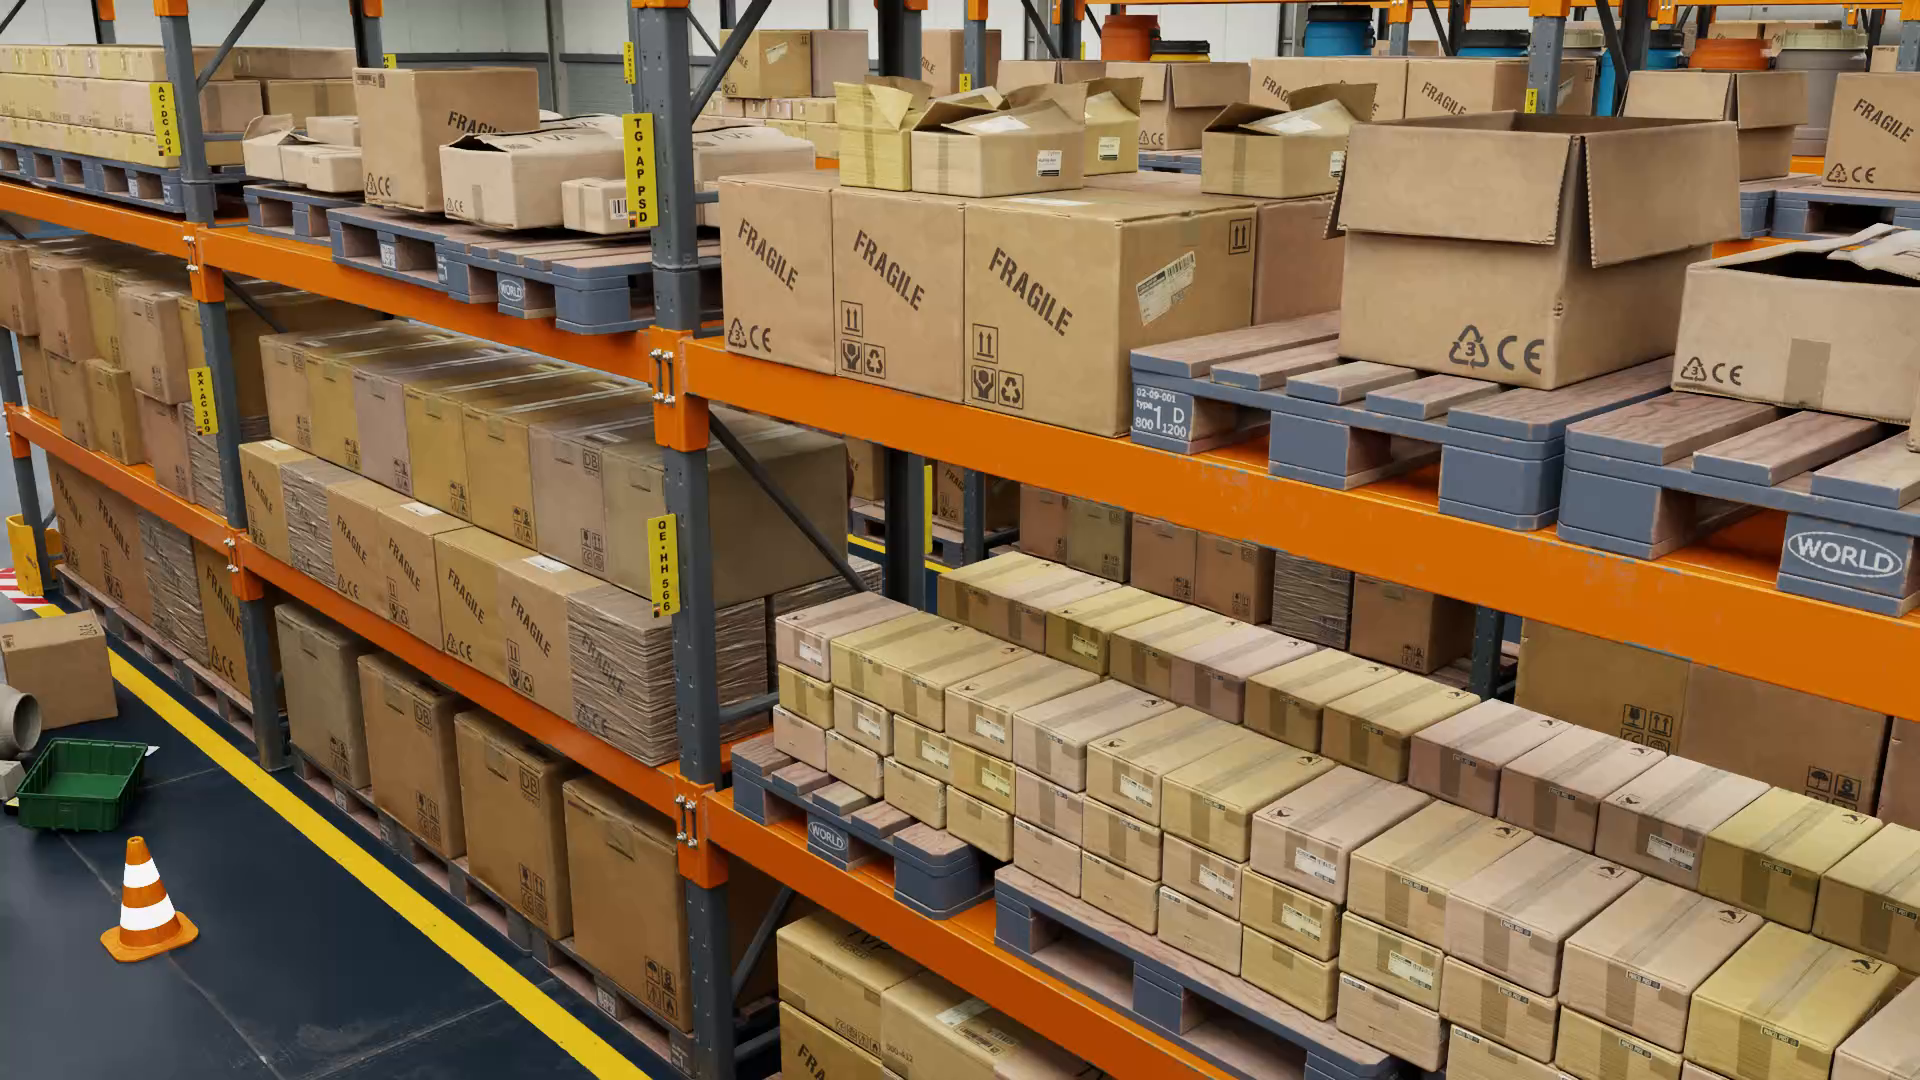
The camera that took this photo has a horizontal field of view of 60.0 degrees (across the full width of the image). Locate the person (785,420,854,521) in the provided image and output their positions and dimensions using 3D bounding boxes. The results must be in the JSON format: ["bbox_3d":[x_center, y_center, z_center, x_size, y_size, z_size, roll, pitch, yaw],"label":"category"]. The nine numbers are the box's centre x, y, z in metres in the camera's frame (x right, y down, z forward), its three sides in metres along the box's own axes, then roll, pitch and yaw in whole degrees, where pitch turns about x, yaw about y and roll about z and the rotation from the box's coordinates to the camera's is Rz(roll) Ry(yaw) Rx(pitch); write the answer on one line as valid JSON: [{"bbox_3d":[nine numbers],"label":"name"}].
[{"bbox_3d":[-0.893,-0.049,9.732,0.427,1.773,0.625,16,23,42],"label":"person"}]
